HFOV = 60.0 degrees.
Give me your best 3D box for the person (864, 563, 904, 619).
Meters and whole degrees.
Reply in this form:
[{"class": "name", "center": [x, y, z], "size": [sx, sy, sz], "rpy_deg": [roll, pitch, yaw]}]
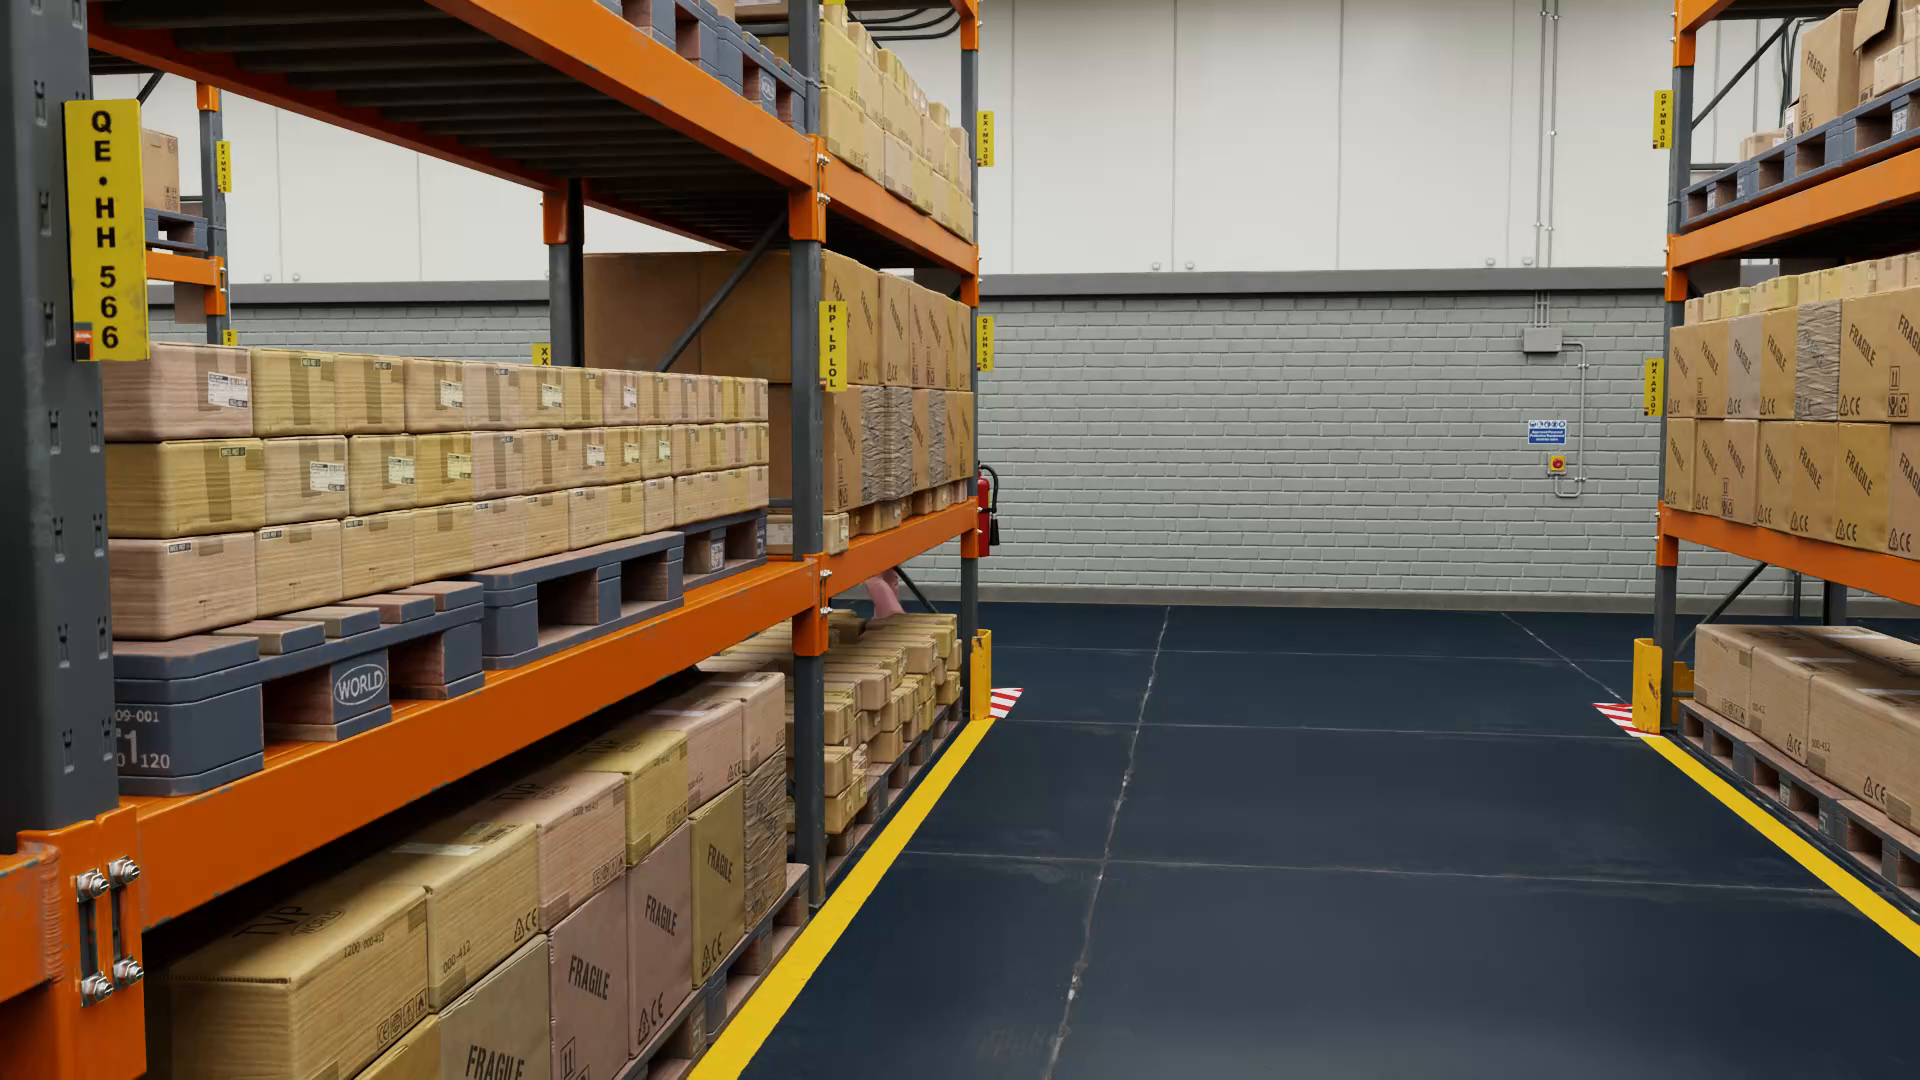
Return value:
[{"class": "person", "center": [-0.586, -0.015, 13.069], "size": [0.514, 1.695, 0.462], "rpy_deg": [1, 5, 9]}]
